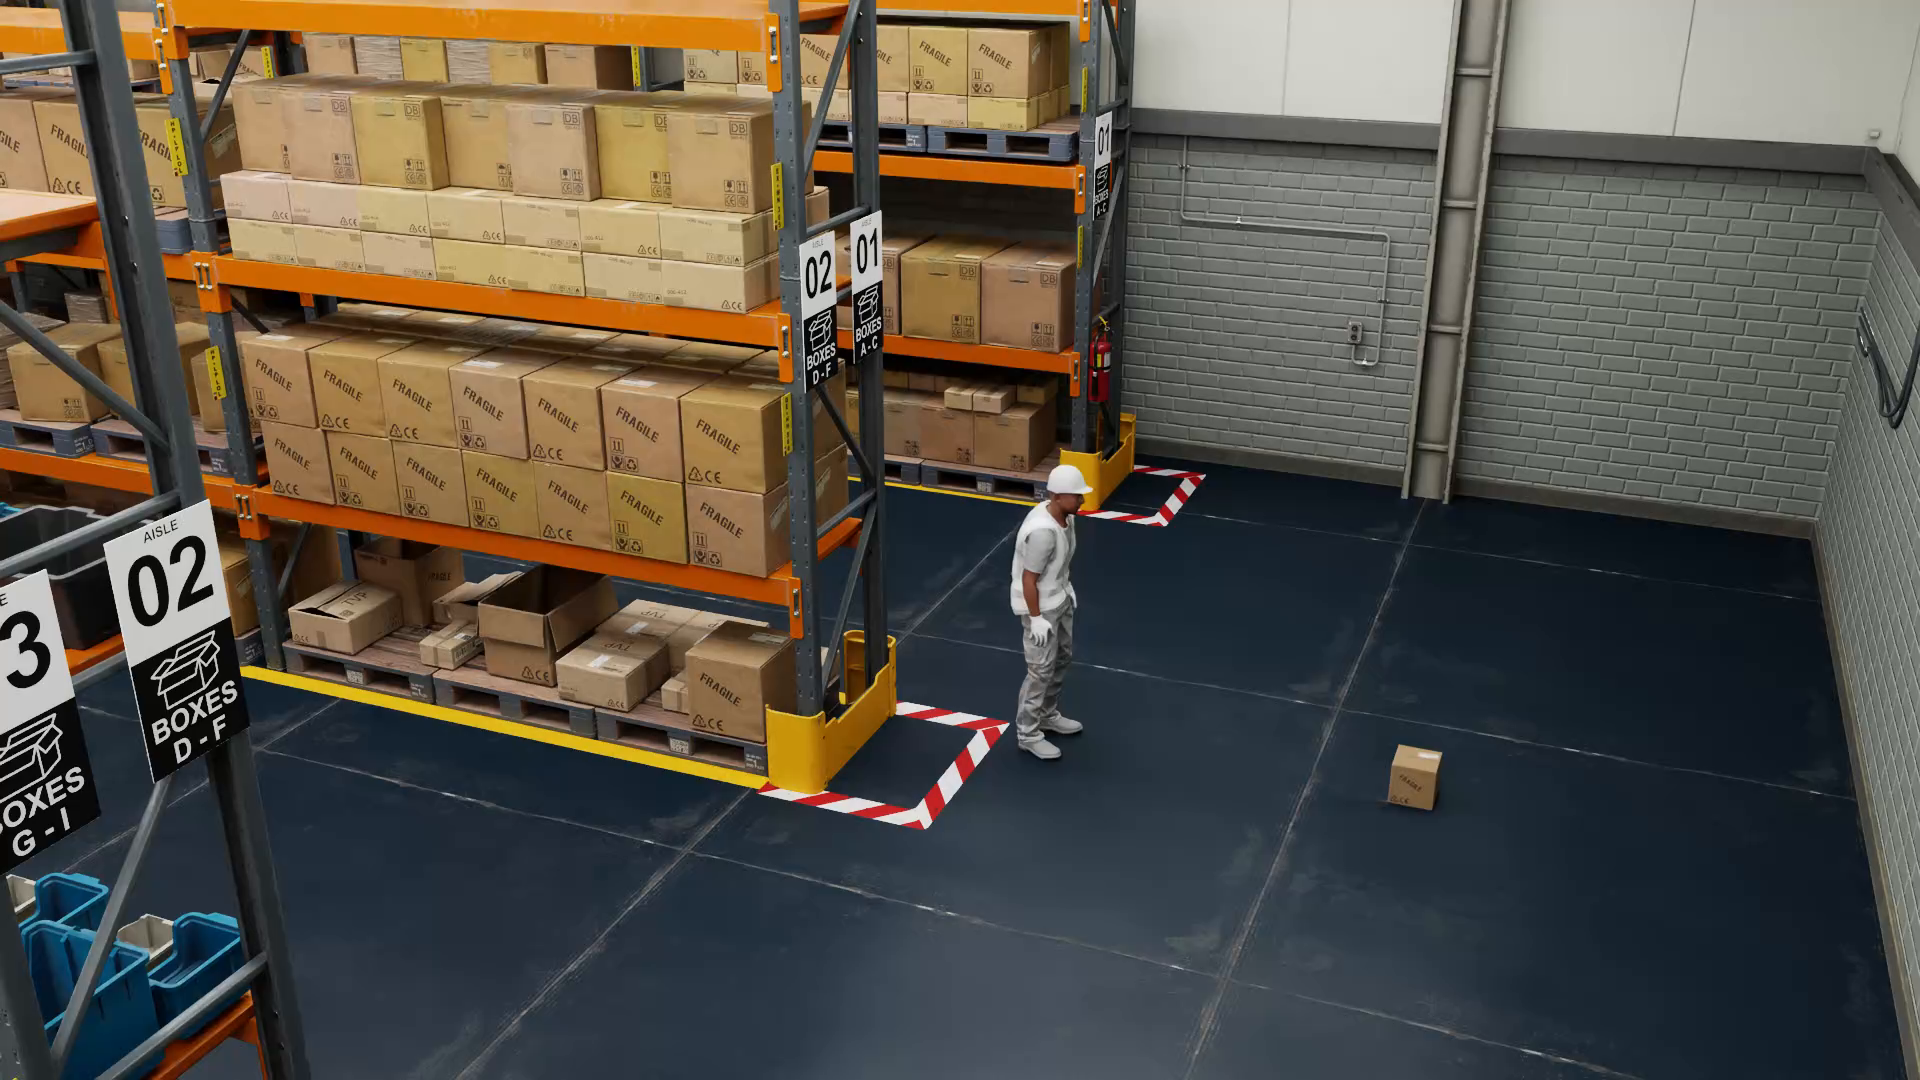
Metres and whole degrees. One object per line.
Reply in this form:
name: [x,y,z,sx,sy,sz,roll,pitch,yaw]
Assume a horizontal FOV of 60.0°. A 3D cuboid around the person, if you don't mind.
person: [0.546,0.394,9.954,0.451,1.773,0.625,9,24,21]
